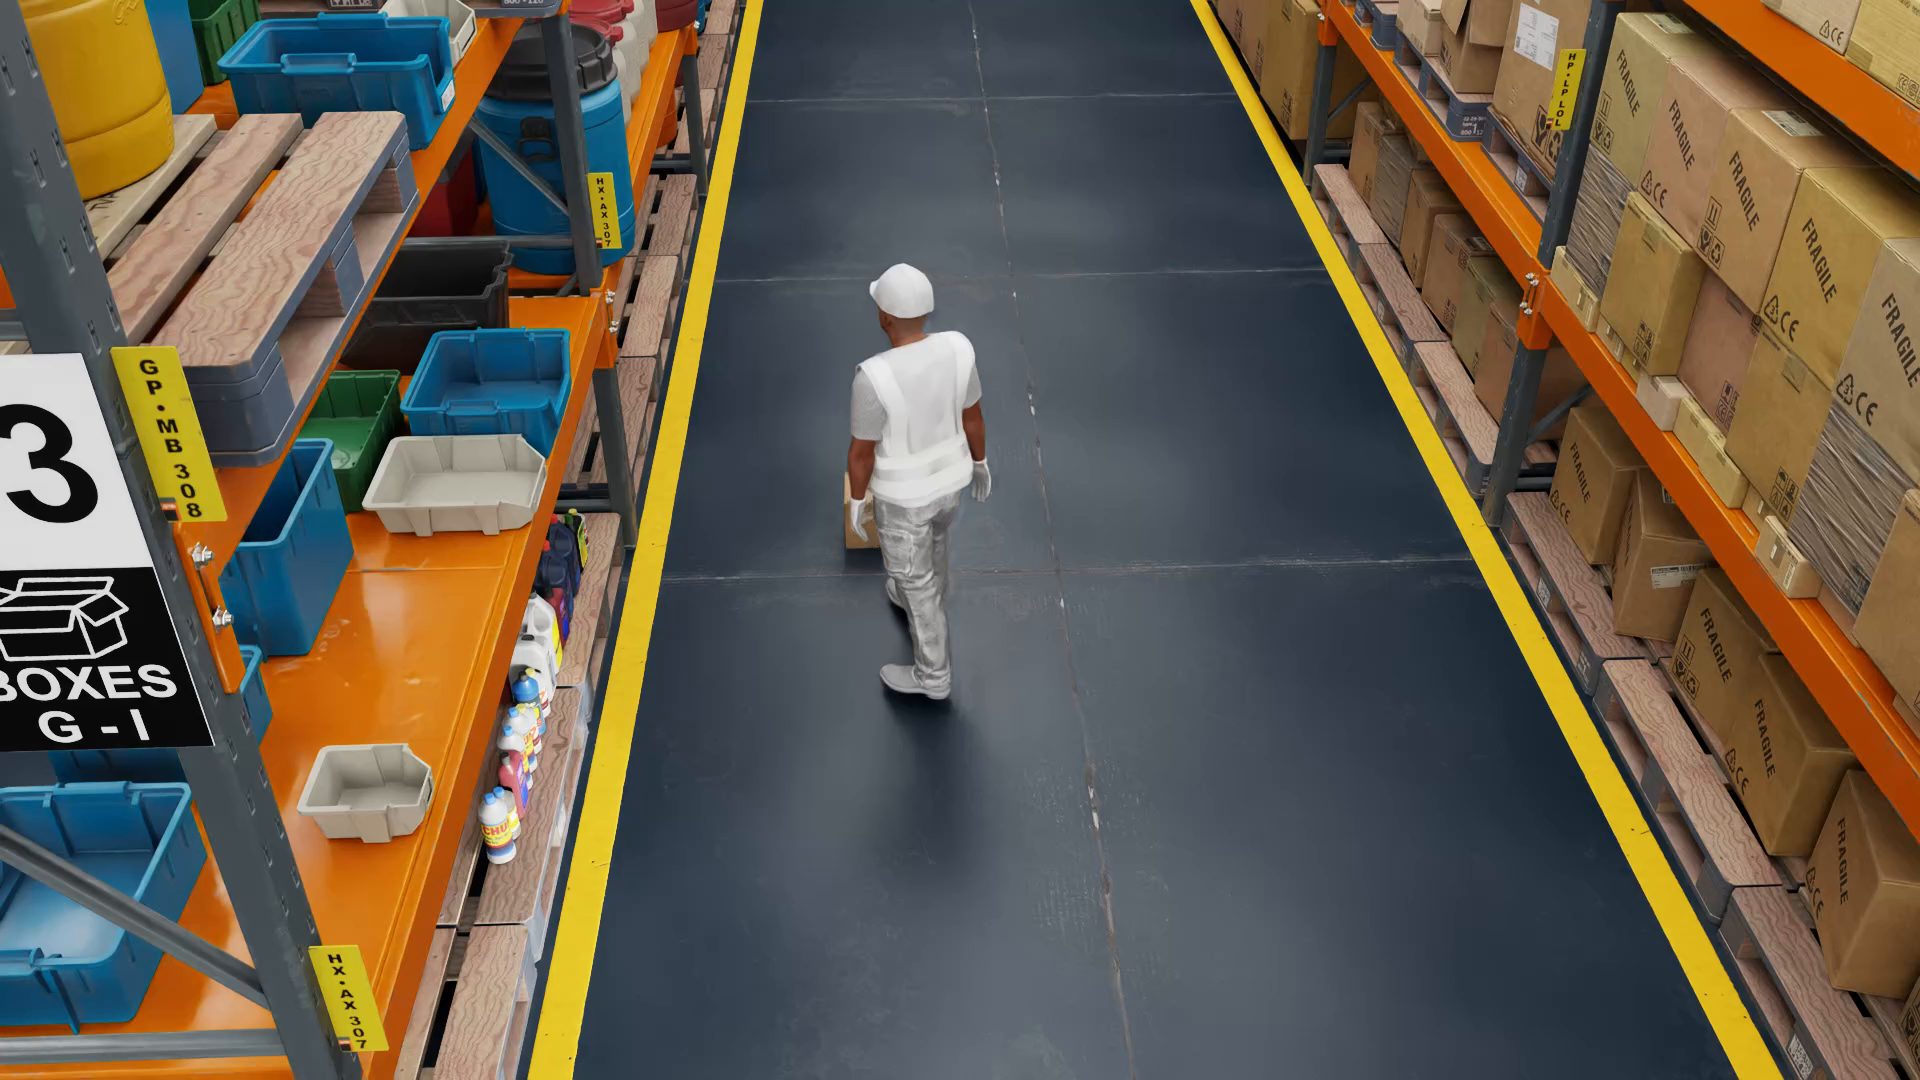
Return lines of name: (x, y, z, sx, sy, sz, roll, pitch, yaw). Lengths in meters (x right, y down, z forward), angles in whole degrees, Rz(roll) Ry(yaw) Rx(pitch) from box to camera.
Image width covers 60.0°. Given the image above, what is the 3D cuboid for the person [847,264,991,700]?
person: (-0.227, -0.269, 6.489, 0.599, 1.767, 0.729, -26, 42, -32)
